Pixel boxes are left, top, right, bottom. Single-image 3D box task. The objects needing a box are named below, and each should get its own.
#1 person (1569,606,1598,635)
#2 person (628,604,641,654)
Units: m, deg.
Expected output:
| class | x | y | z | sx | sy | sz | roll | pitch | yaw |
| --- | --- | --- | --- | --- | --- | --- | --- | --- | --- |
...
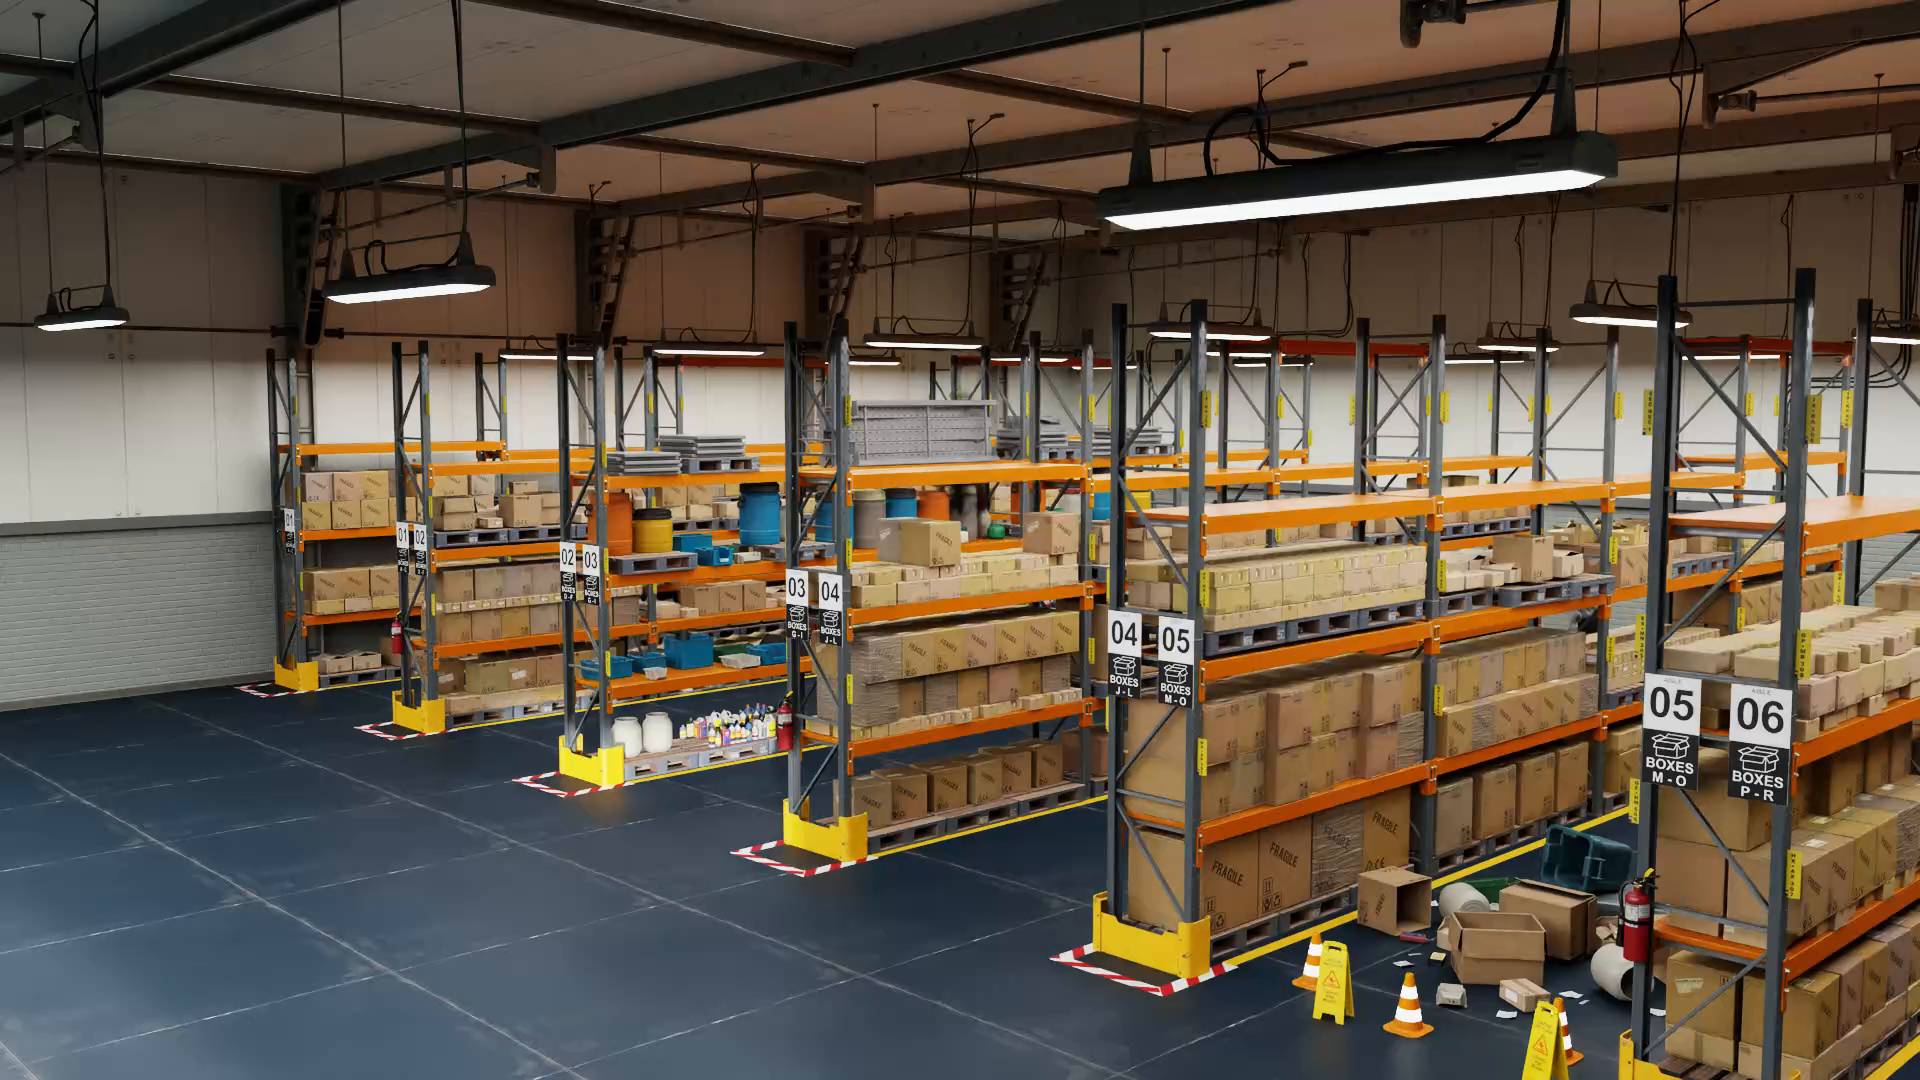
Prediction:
| class | x | y | z | sx | sy | sz | roll | pitch | yaw |
| --- | --- | --- | --- | --- | --- | --- | --- | --- | --- |
| person | 11.192 | 1.772 | 29.621 | 0.720 | 1.666 | 0.603 | 0 | 5 | -1 |
| person | -6.012 | 1.689 | 30.622 | 0.616 | 1.657 | 0.620 | 4 | 6 | 40 |
